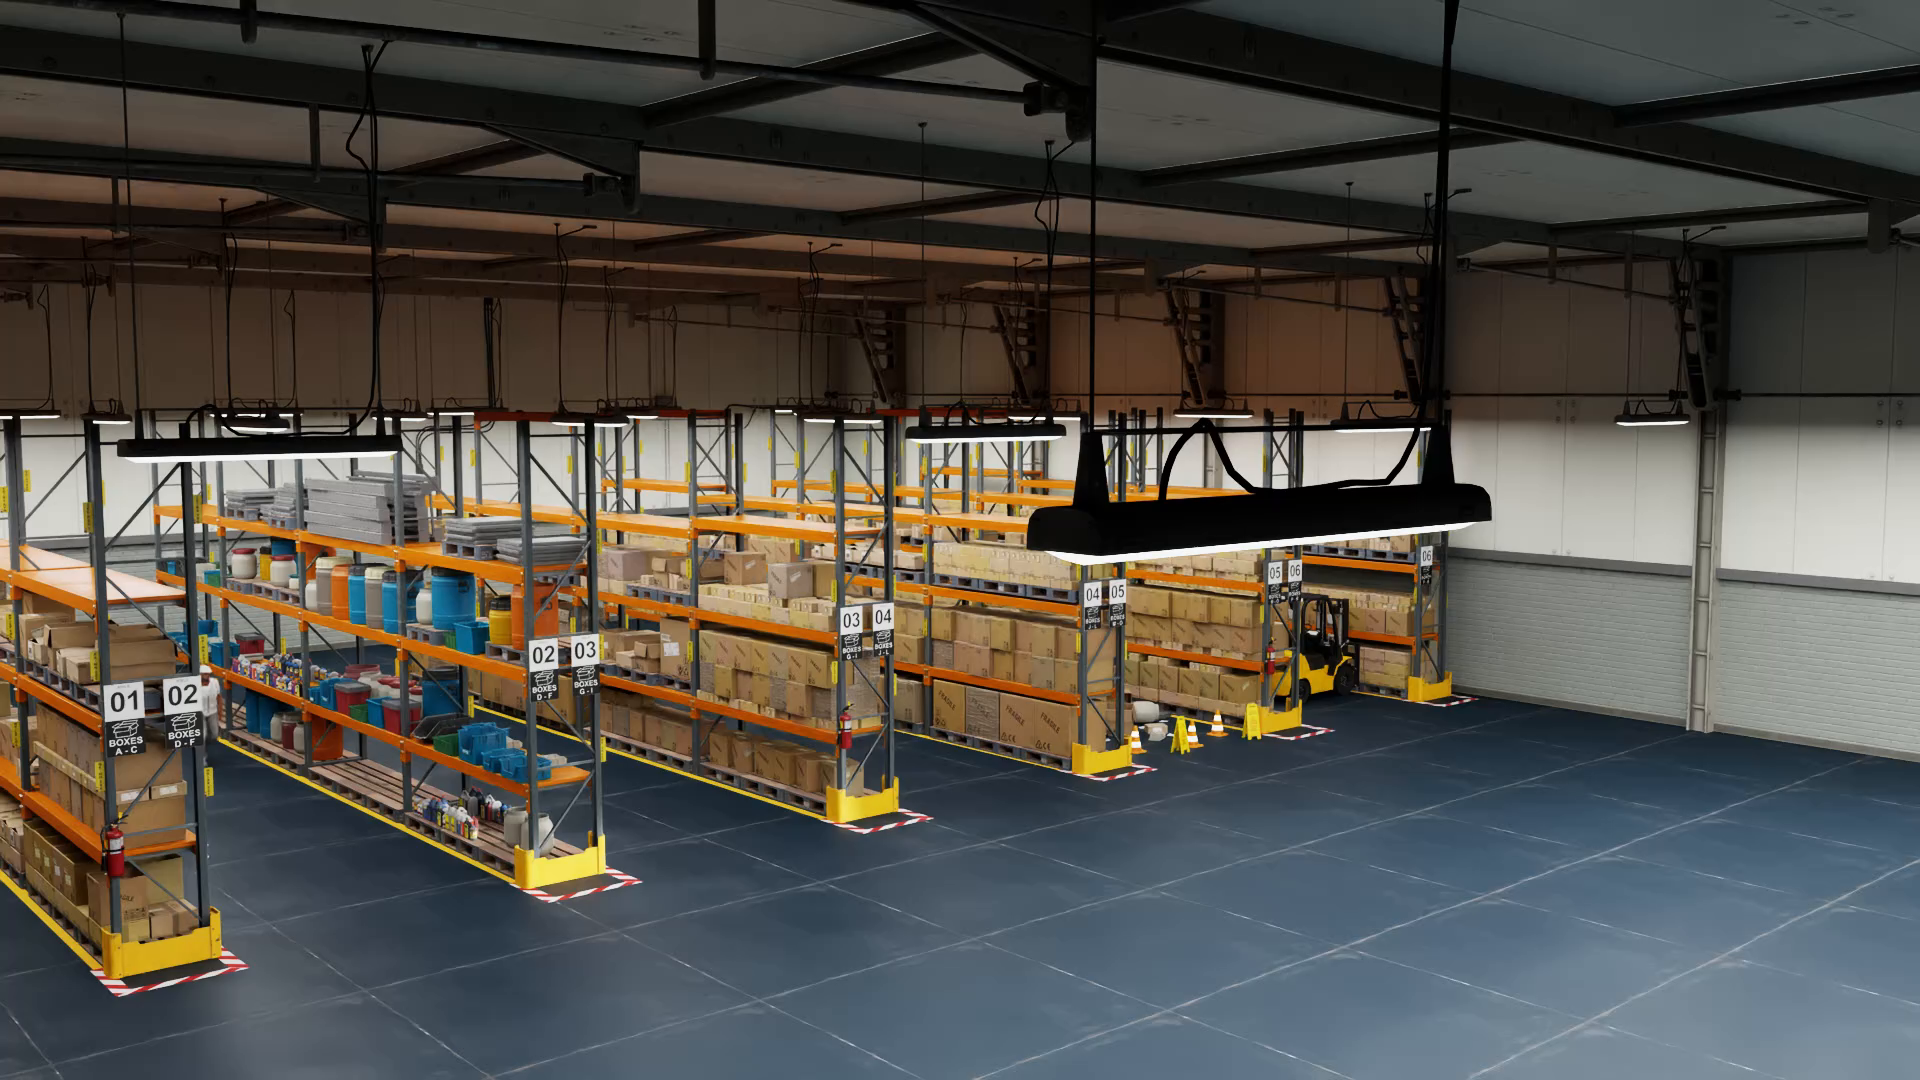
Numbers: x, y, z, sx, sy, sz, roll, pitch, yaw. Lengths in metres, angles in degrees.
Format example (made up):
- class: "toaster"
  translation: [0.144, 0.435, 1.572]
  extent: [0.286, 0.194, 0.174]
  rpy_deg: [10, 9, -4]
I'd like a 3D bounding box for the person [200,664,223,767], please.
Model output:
- class: "person"
  translation: [-12.967, 2.973, 28.430]
  extent: [0.657, 1.744, 0.659]
  rpy_deg: [4, 7, 40]
